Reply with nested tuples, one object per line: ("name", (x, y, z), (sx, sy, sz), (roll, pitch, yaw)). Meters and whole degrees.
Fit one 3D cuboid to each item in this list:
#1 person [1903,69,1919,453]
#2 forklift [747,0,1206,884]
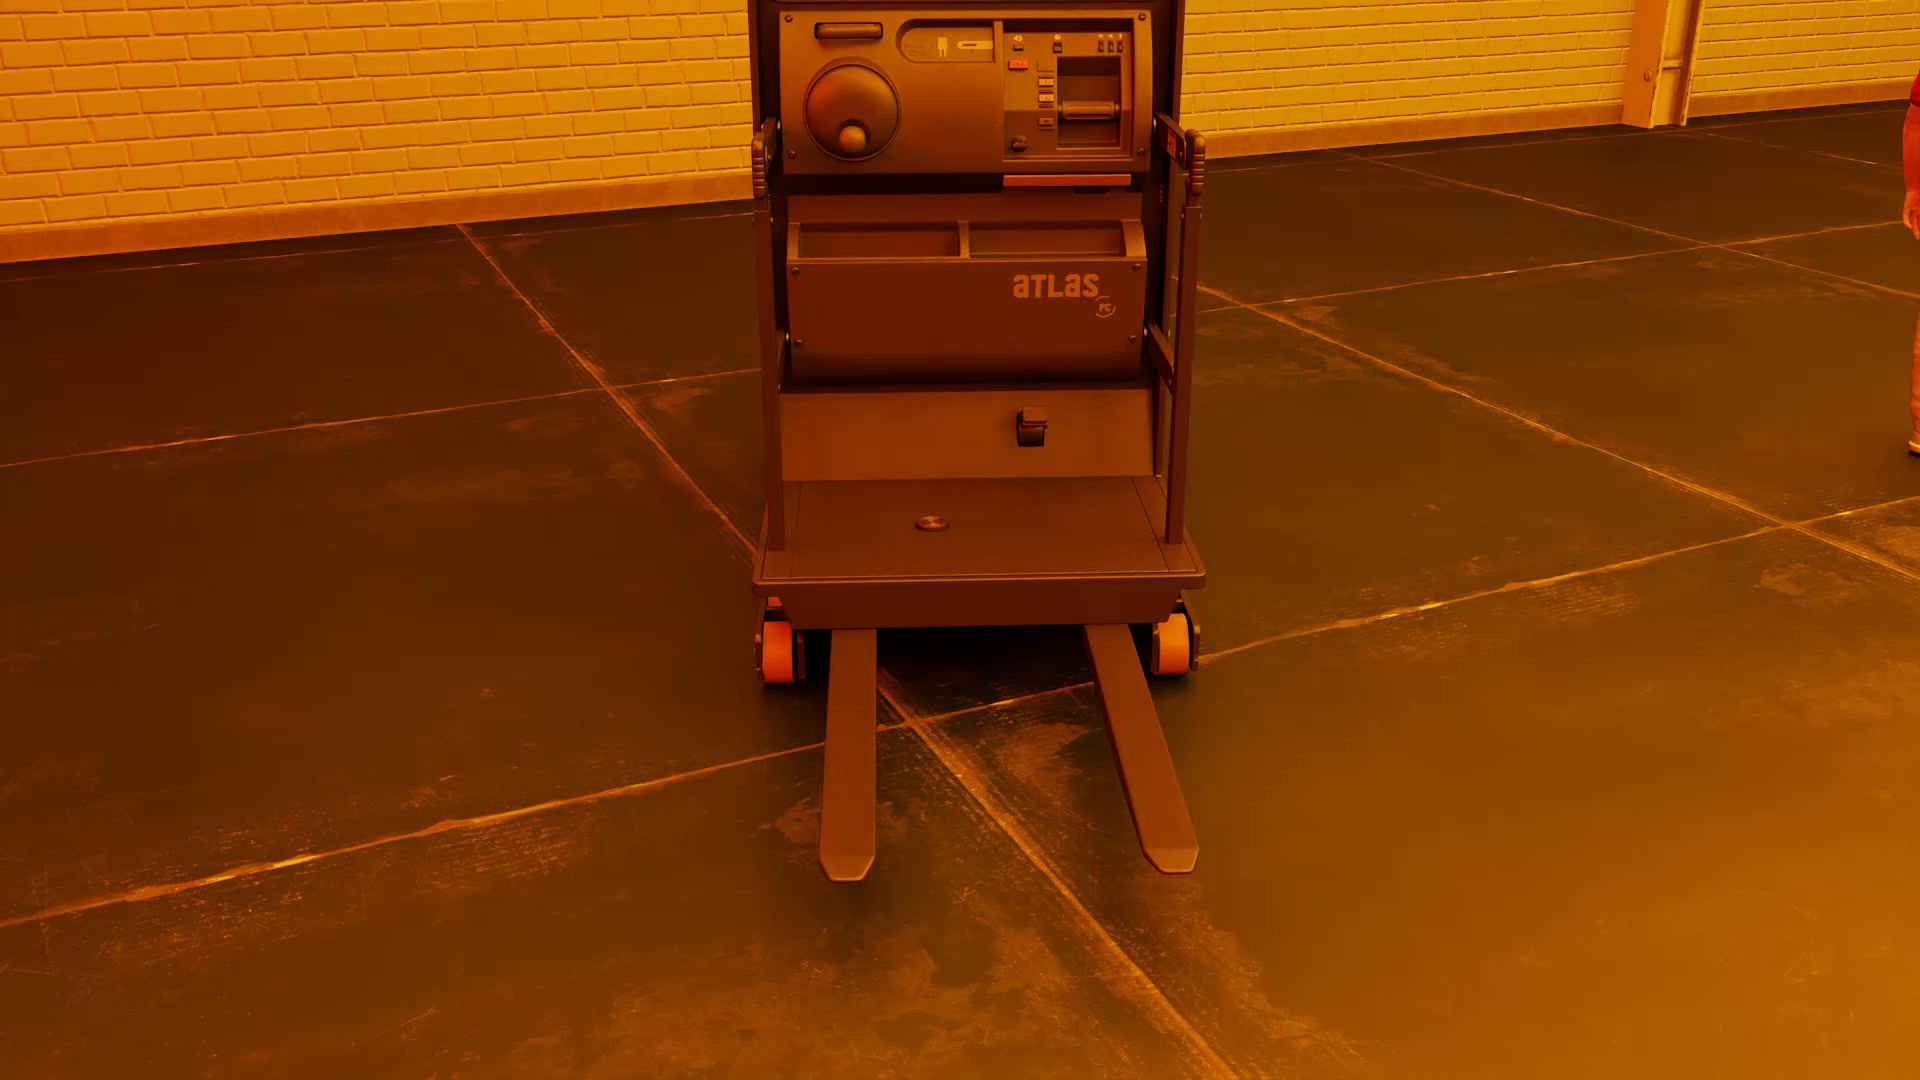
("person", (3.482, -1.114, 5.516), (0.551, 1.727, 0.641), (-14, 27, -31))
("forklift", (0.028, -1.113, 3.964), (1.130, 2.935, 3.031), (-1, 23, -2))
